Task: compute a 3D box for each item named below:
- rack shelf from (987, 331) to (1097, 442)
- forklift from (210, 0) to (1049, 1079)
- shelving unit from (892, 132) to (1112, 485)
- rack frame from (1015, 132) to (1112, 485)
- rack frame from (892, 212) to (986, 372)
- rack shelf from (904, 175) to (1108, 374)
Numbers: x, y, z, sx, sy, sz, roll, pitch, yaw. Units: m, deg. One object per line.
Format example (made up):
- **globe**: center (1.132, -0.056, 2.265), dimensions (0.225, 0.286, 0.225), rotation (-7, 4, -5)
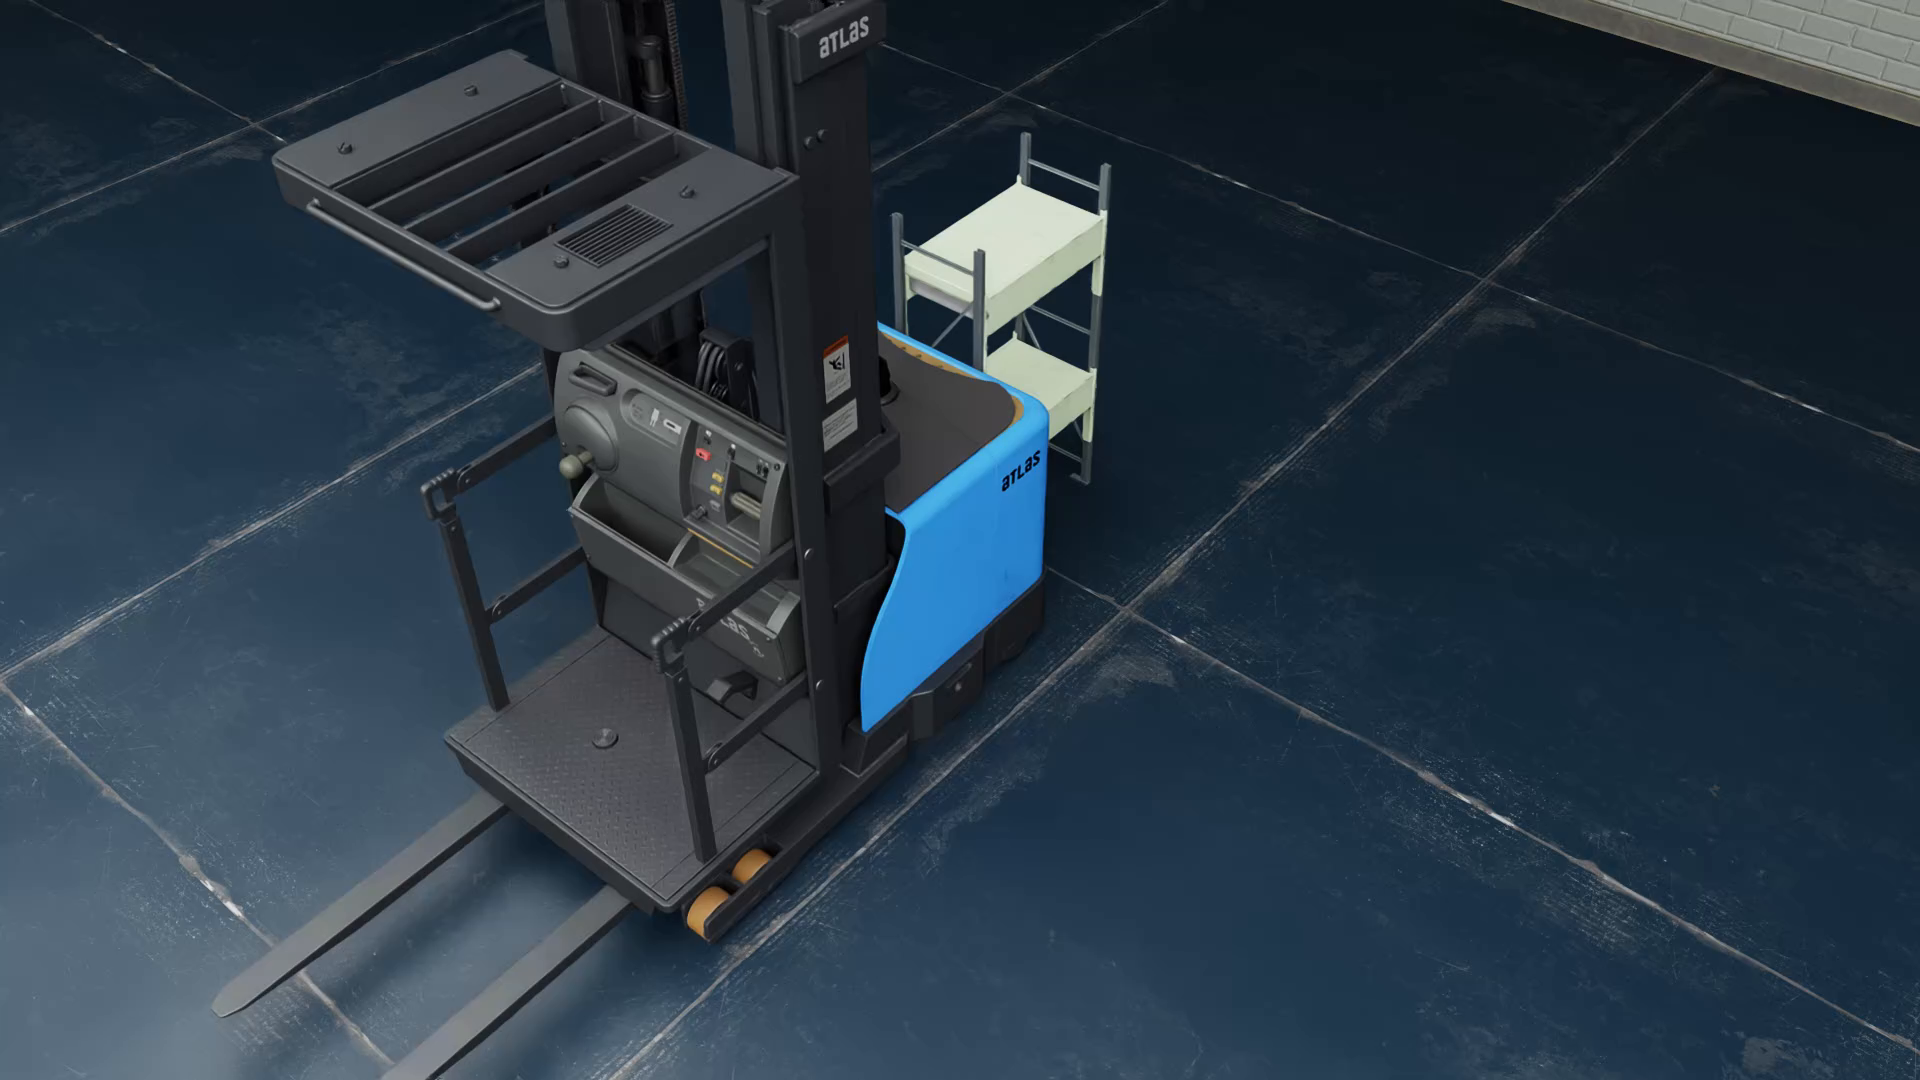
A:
- **rack shelf**: center (0.156, -0.444, 6.608), dimensions (0.431, 0.370, 0.720), rotation (29, 50, 28)
- **forklift**: center (-0.999, -0.189, 4.779), dimensions (1.130, 2.935, 3.031), rotation (29, 50, 28)
- **shelving unit**: center (0.156, -0.685, 6.389), dimensions (0.431, 1.500, 0.755), rotation (29, 50, 28)
- **rack frame**: center (0.387, -0.876, 6.599), dimensions (0.400, 1.500, 0.023), rotation (29, 50, 28)
- **rack frame**: center (-0.075, -0.495, 6.179), dimensions (0.400, 1.500, 0.023), rotation (29, 50, 28)
- **rack shelf**: center (0.156, -0.974, 6.126), dimensions (0.431, 0.370, 0.720), rotation (29, 50, 28)
